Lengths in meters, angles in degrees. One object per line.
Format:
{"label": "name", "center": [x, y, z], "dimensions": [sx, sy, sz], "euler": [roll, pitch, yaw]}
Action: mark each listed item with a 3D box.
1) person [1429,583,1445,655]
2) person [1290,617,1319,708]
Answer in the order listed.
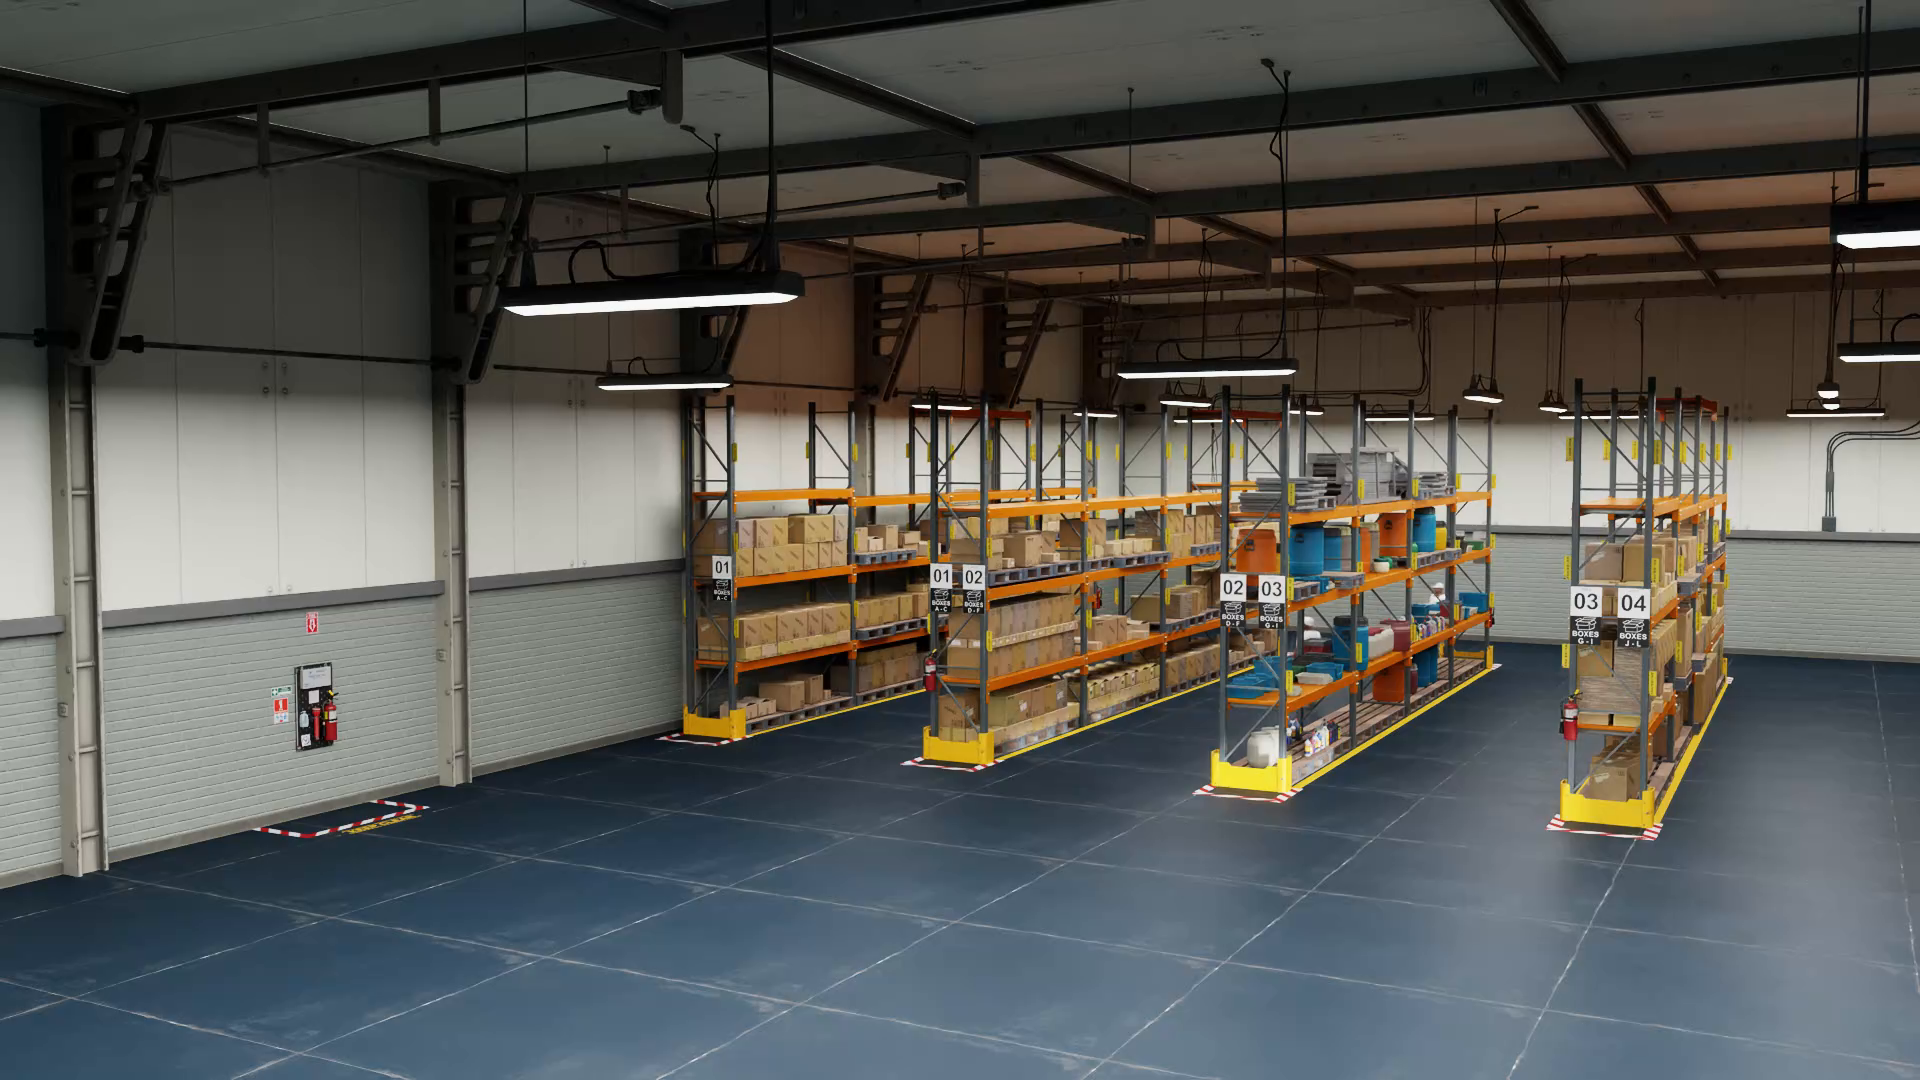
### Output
{"label": "person", "center": [11.876, 1.954, 41.297], "dimensions": [0.585, 1.778, 0.544], "euler": [2, 3, 28]}
{"label": "person", "center": [6.770, 2.398, 32.647], "dimensions": [0.689, 1.787, 0.801], "euler": [-1, 3, -17]}
